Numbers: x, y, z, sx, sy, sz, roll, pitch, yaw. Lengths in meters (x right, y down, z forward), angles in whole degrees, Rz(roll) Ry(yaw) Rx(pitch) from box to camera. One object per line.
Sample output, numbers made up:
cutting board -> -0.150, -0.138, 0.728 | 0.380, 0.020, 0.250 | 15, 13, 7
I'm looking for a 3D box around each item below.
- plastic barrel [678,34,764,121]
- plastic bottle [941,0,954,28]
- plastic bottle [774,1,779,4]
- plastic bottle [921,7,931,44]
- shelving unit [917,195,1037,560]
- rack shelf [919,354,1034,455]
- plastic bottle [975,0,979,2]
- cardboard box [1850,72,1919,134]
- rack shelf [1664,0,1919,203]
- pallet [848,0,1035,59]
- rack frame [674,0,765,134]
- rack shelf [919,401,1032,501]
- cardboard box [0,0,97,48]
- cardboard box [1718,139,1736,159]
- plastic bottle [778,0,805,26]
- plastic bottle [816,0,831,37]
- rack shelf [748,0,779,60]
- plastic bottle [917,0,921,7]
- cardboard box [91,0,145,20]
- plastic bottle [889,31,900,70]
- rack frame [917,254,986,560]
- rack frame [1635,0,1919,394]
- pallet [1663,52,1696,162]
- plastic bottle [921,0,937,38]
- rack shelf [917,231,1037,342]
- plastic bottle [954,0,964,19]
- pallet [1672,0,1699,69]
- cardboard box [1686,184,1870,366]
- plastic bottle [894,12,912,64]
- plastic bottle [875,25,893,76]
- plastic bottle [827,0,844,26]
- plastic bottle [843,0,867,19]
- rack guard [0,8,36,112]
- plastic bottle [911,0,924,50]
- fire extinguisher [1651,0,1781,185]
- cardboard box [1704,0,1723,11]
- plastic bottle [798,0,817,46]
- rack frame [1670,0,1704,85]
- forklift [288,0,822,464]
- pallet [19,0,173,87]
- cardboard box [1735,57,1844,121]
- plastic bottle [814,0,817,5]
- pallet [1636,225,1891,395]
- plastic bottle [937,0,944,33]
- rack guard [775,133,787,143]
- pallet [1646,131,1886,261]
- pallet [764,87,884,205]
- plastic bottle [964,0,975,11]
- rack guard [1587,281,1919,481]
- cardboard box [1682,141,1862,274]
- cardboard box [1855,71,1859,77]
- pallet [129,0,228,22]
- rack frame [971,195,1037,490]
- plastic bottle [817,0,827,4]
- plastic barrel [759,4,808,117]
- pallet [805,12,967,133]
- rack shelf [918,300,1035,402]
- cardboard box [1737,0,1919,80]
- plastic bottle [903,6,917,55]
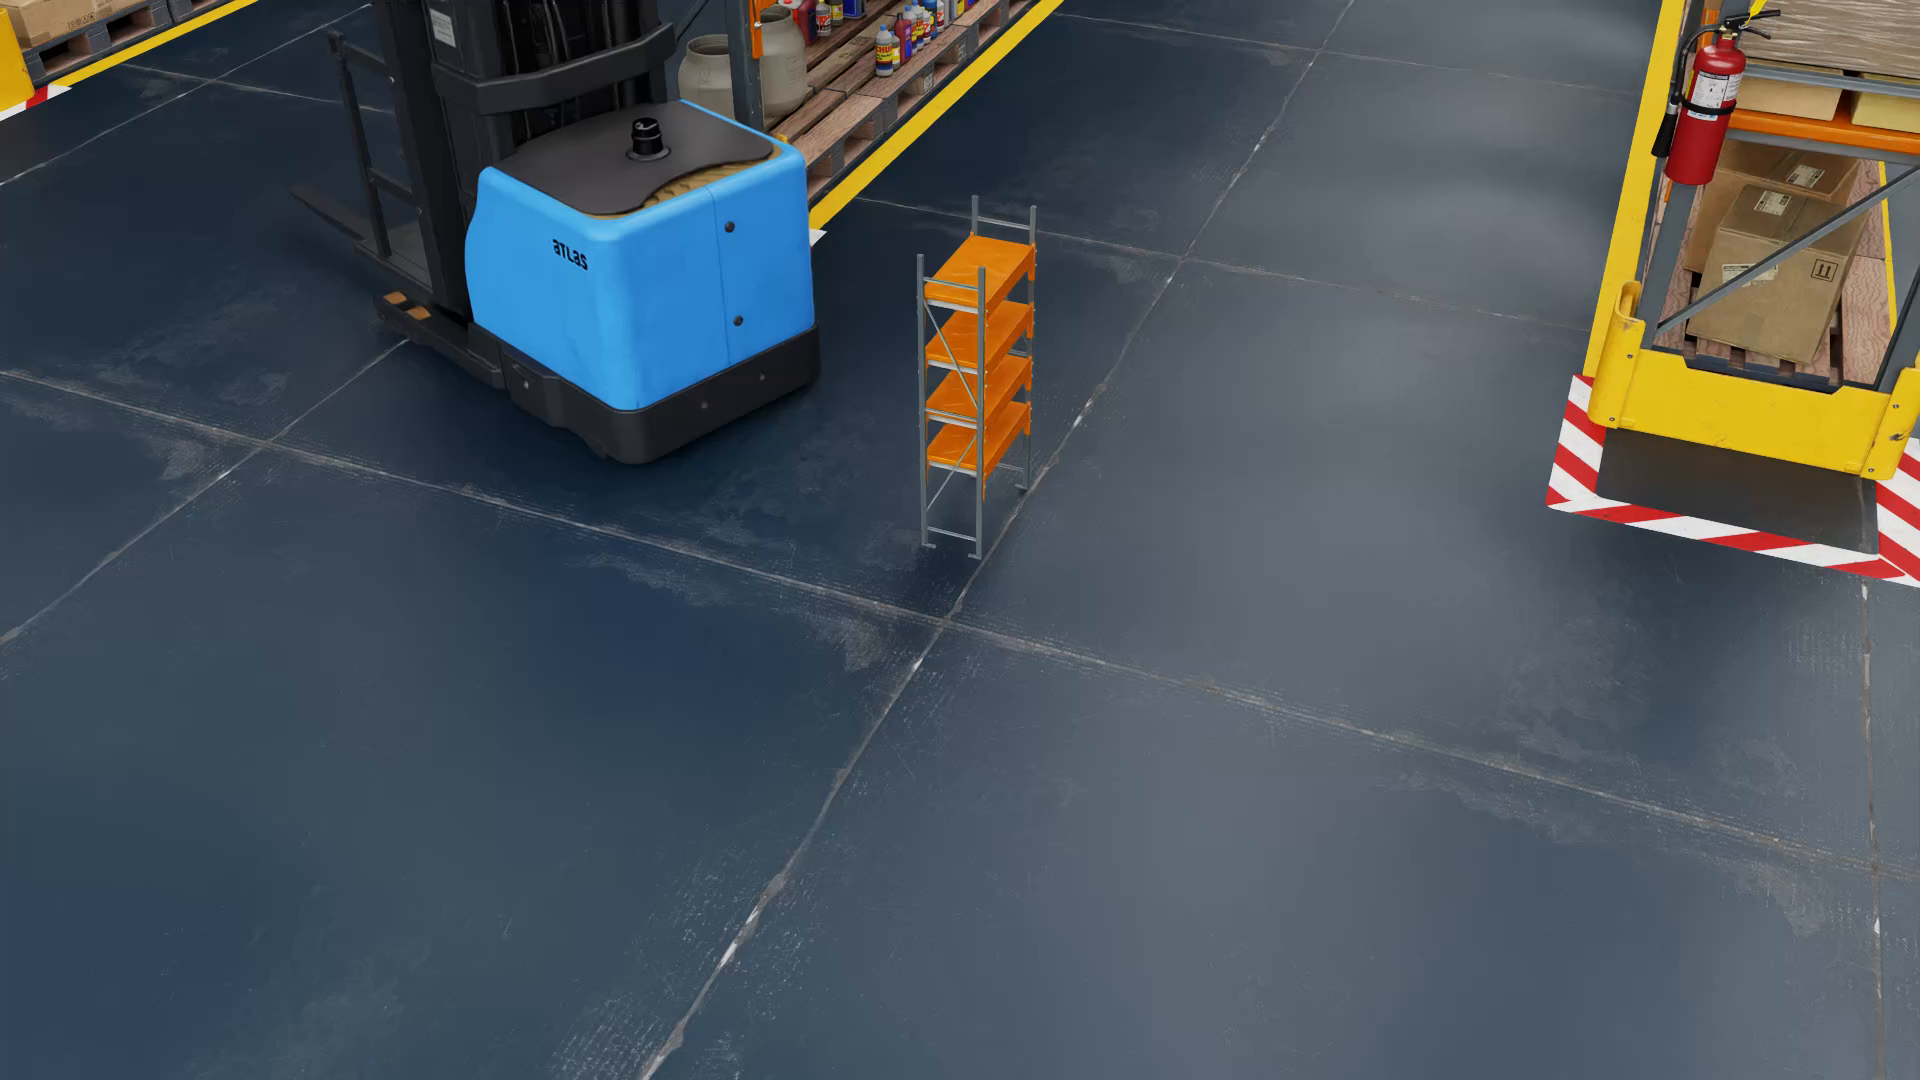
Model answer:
plastic barrel -> -1.226, -2.292, 8.538 | 0.421, 0.512, 0.421 | 0, 37, 0
plastic bottle -> -0.124, -3.242, 9.989 | 0.152, 0.276, 0.135 | 15, 39, 19
plastic bottle -> -1.085, -3.012, 9.676 | 0.061, 0.283, 0.133 | 15, 39, 19
plastic bottle -> -0.222, -3.027, 9.764 | 0.097, 0.201, 0.097 | 0, 37, 0
shelving unit -> 0.063, -0.572, 6.013 | 0.258, 1.200, 0.503 | 14, 39, 18
rack shelf -> 0.063, -0.518, 6.054 | 0.258, 0.148, 0.480 | 14, 39, 18
plastic bottle -> 0.064, -3.540, 10.325 | 0.144, 0.351, 0.185 | 12, 38, 15
cardboard box -> 3.503, -1.613, 6.112 | 0.380, 0.149, 0.250 | 14, 39, 18
rack shelf -> 3.935, -2.429, 7.595 | 1.077, 0.370, 4.000 | 14, 39, 18
pallet -> -0.178, -3.474, 10.721 | 1.003, 0.211, 1.213 | 14, 39, 18
rack frame -> -1.406, -2.738, 7.408 | 1.000, 3.000, 0.127 | 14, 39, 18
rack shelf -> 0.063, -0.359, 6.173 | 0.258, 0.148, 0.480 | 14, 39, 18
cardboard box -> -5.576, -3.182, 9.947 | 0.500, 0.250, 0.500 | 14, 39, 18
cardboard box -> 3.879, -1.800, 7.890 | 0.500, 0.500, 0.500 | 18, 40, 22
plastic bottle -> -0.992, -3.074, 9.764 | 0.152, 0.276, 0.135 | 14, 39, 18
plastic bottle -> -0.816, -3.102, 9.865 | 0.097, 0.201, 0.097 | 0, 37, 0
rack shelf -> -0.645, -3.557, 9.105 | 1.077, 0.370, 4.000 | 14, 39, 18
plastic bottle -> -0.223, -3.269, 10.019 | 0.061, 0.283, 0.133 | 14, 39, 18
cardboard box -> -5.389, -3.460, 10.319 | 0.500, 0.250, 0.500 | 14, 39, 18
plastic bottle -> -0.389, -2.784, 9.439 | 0.097, 0.201, 0.097 | 0, 37, 0
rack frame -> -0.030, -0.437, 5.833 | 0.240, 1.200, 0.015 | 14, 39, 18
rack frame -> 3.174, -1.610, 5.899 | 1.000, 3.000, 0.127 | 14, 39, 18
pallet -> 4.473, -2.328, 9.188 | 1.003, 0.211, 1.213 | 14, 39, 18
plastic bottle -> -0.183, -3.112, 9.819 | 0.097, 0.271, 0.097 | 0, 37, 0
rack shelf -> 0.063, -0.887, 5.778 | 0.258, 0.148, 0.480 | 14, 39, 18
plastic bottle -> -0.059, -3.361, 10.086 | 0.144, 0.351, 0.185 | 14, 39, 17
pallet -> 4.991, -3.139, 10.274 | 1.003, 0.211, 1.213 | 14, 39, 18
cardboard box -> 3.427, -1.119, 6.979 | 0.500, 0.500, 0.500 | 21, 42, 26
plastic bottle -> -0.325, -2.881, 9.500 | 0.061, 0.283, 0.133 | 14, 39, 18
plastic bottle -> -0.428, -2.755, 9.341 | 0.097, 0.271, 0.097 | 0, 37, 0
plastic bottle -> -0.751, -3.210, 10.009 | 0.097, 0.201, 0.097 | 0, 37, 0
plastic bottle -> -0.662, -3.326, 10.102 | 0.152, 0.276, 0.135 | 14, 39, 18
rack guard -> -5.995, -2.854, 9.651 | 1.175, 0.500, 0.348 | 14, 39, 18
plastic bottle -> -0.260, -3.000, 9.669 | 0.097, 0.271, 0.097 | 0, 37, 0
fire extinguisher -> 2.704, -1.621, 5.977 | 0.296, 0.674, 0.183 | 14, 39, 18
cardboard box -> 3.488, -2.372, 6.586 | 0.875, 0.500, 0.500 | 14, 39, 18
plastic bottle -> -0.893, -3.053, 9.730 | 0.061, 0.283, 0.133 | 14, 39, 18
rack frame -> 4.696, -3.825, 8.862 | 1.000, 3.000, 0.127 | 14, 39, 18
forklift -> -1.998, -2.244, 6.804 | 3.031, 2.935, 1.130 | 30, 46, 34
pallet -> -5.733, -3.185, 10.334 | 1.003, 0.211, 1.213 | 14, 39, 18
cardboard box -> 3.092, -1.714, 6.248 | 0.380, 0.149, 0.250 | 14, 39, 18
plastic bottle -> -0.939, -3.150, 9.867 | 0.152, 0.276, 0.135 | 13, 39, 16
pallet -> 3.545, -0.977, 7.381 | 1.003, 0.211, 1.213 | 14, 39, 18
plastic bottle -> -0.144, -3.140, 9.916 | 0.097, 0.201, 0.097 | 0, 37, 0
rack guard -> -1.421, -1.790, 8.227 | 1.175, 0.500, 0.348 | 14, 39, 18
pallet -> 4.011, -1.650, 8.281 | 1.003, 0.211, 1.213 | 14, 39, 18
pallet -> -1.107, -2.123, 8.914 | 1.003, 0.211, 1.213 | 14, 39, 18
plastic bottle -> 0.041, -3.413, 10.212 | 0.061, 0.283, 0.133 | 16, 40, 21
rack guard -> 3.203, -0.651, 6.703 | 1.175, 0.500, 0.348 | 14, 39, 18
cardboard box -> 3.623, -1.458, 7.432 | 0.500, 0.500, 0.500 | 25, 43, 29
cardboard box -> 3.616, -1.747, 6.292 | 0.380, 0.149, 0.250 | 14, 39, 18
pallet -> -5.268, -3.858, 11.235 | 1.003, 0.211, 1.213 | 14, 39, 18
rack frame -> 0.156, -0.707, 6.194 | 0.240, 1.200, 0.015 | 14, 39, 18
plastic bottle -> -0.879, -3.273, 9.968 | 0.144, 0.351, 0.185 | 15, 39, 20
plastic barrel -> -1.036, -2.569, 8.909 | 0.421, 0.512, 0.421 | 0, 37, 0
pallet -> -0.641, -2.796, 9.814 | 1.003, 0.211, 1.213 | 14, 39, 18
rack shelf -> 0.063, -0.698, 5.920 | 0.258, 0.148, 0.480 | 14, 39, 18
cardboard box -> 3.409, -2.068, 6.179 | 0.875, 0.500, 0.500 | 14, 39, 18
plastic bottle -> -0.298, -2.944, 9.595 | 0.097, 0.271, 0.097 | 0, 37, 0
